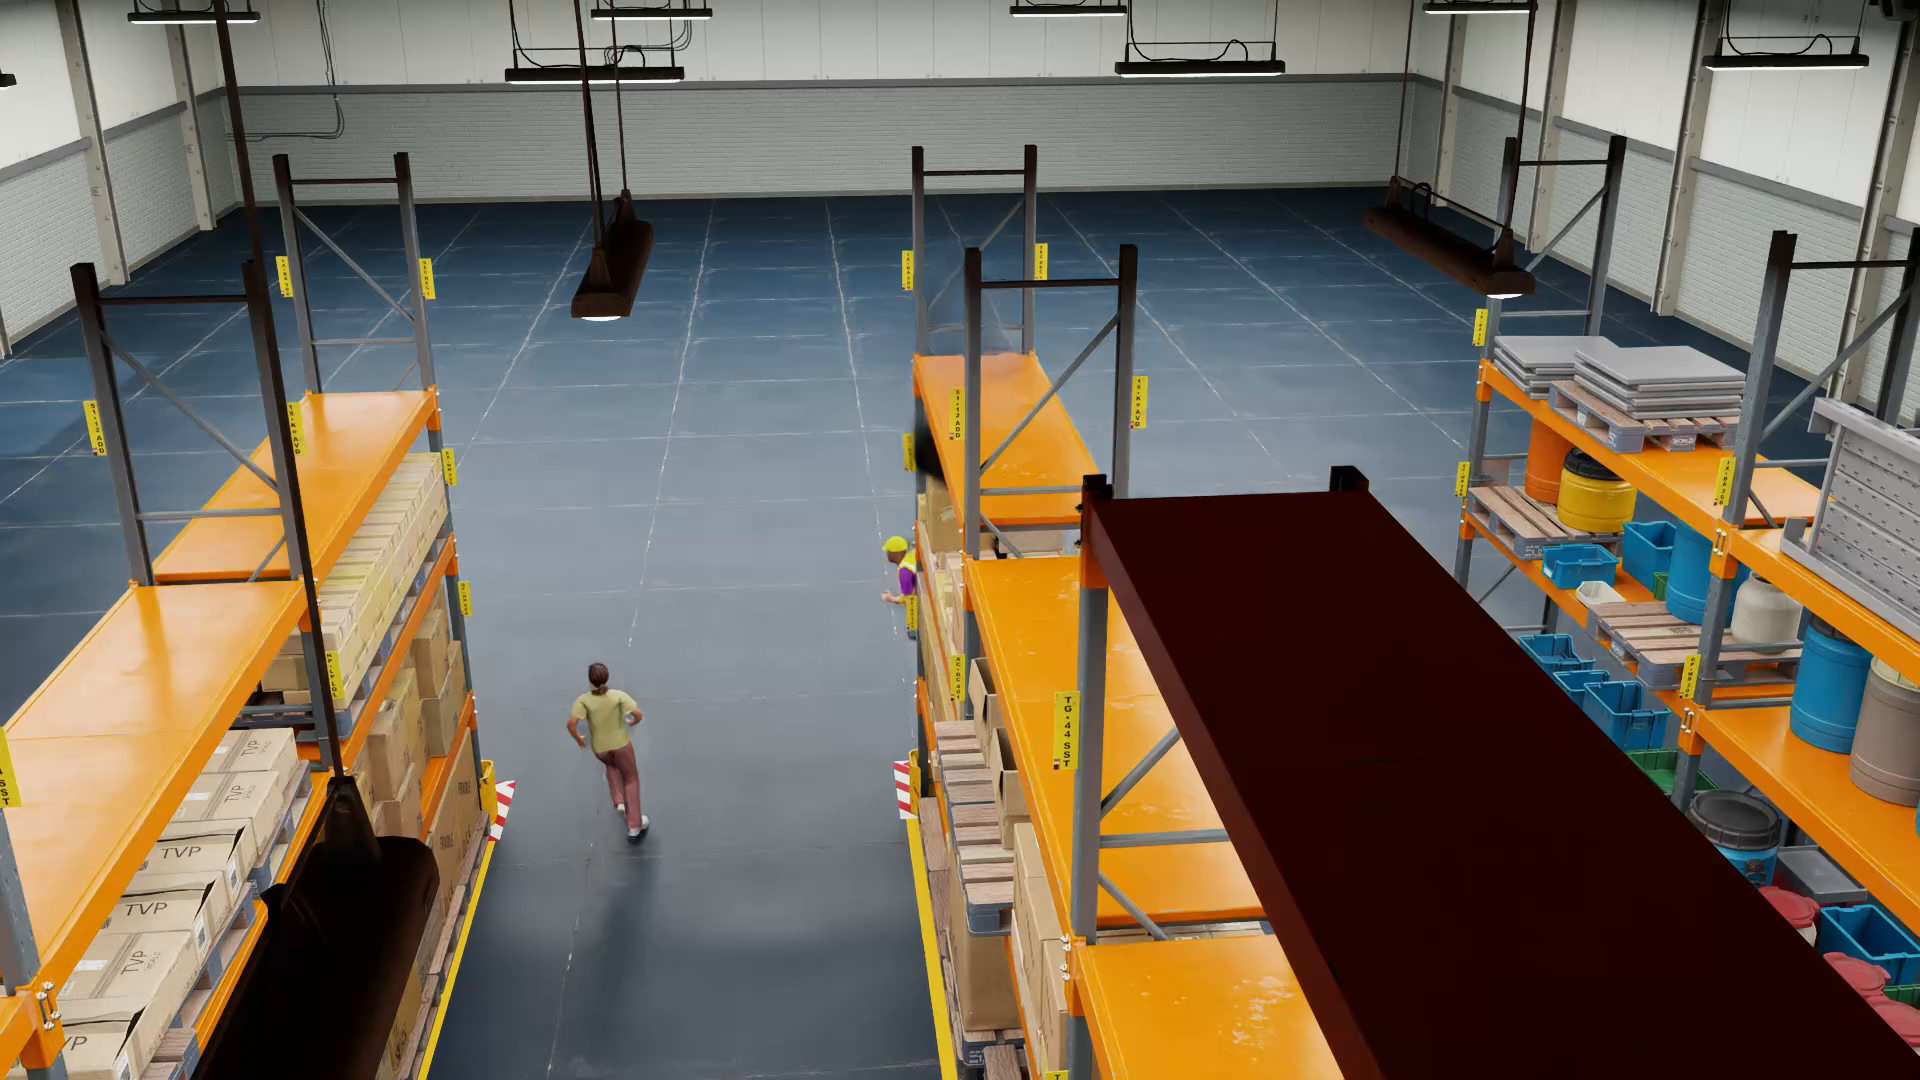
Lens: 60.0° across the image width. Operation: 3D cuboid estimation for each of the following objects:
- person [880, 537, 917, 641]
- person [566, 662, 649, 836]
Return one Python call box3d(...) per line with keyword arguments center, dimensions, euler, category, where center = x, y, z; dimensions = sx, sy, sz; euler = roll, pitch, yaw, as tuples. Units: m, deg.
box3d(center=(-0.416, 0.705, 17.724), dimensions=(0.829, 1.577, 0.734), euler=(5, 22, 13), category="person")
box3d(center=(-3.134, 1.825, 14.824), dimensions=(0.641, 1.632, 0.612), euler=(-2, 22, -4), category="person")
